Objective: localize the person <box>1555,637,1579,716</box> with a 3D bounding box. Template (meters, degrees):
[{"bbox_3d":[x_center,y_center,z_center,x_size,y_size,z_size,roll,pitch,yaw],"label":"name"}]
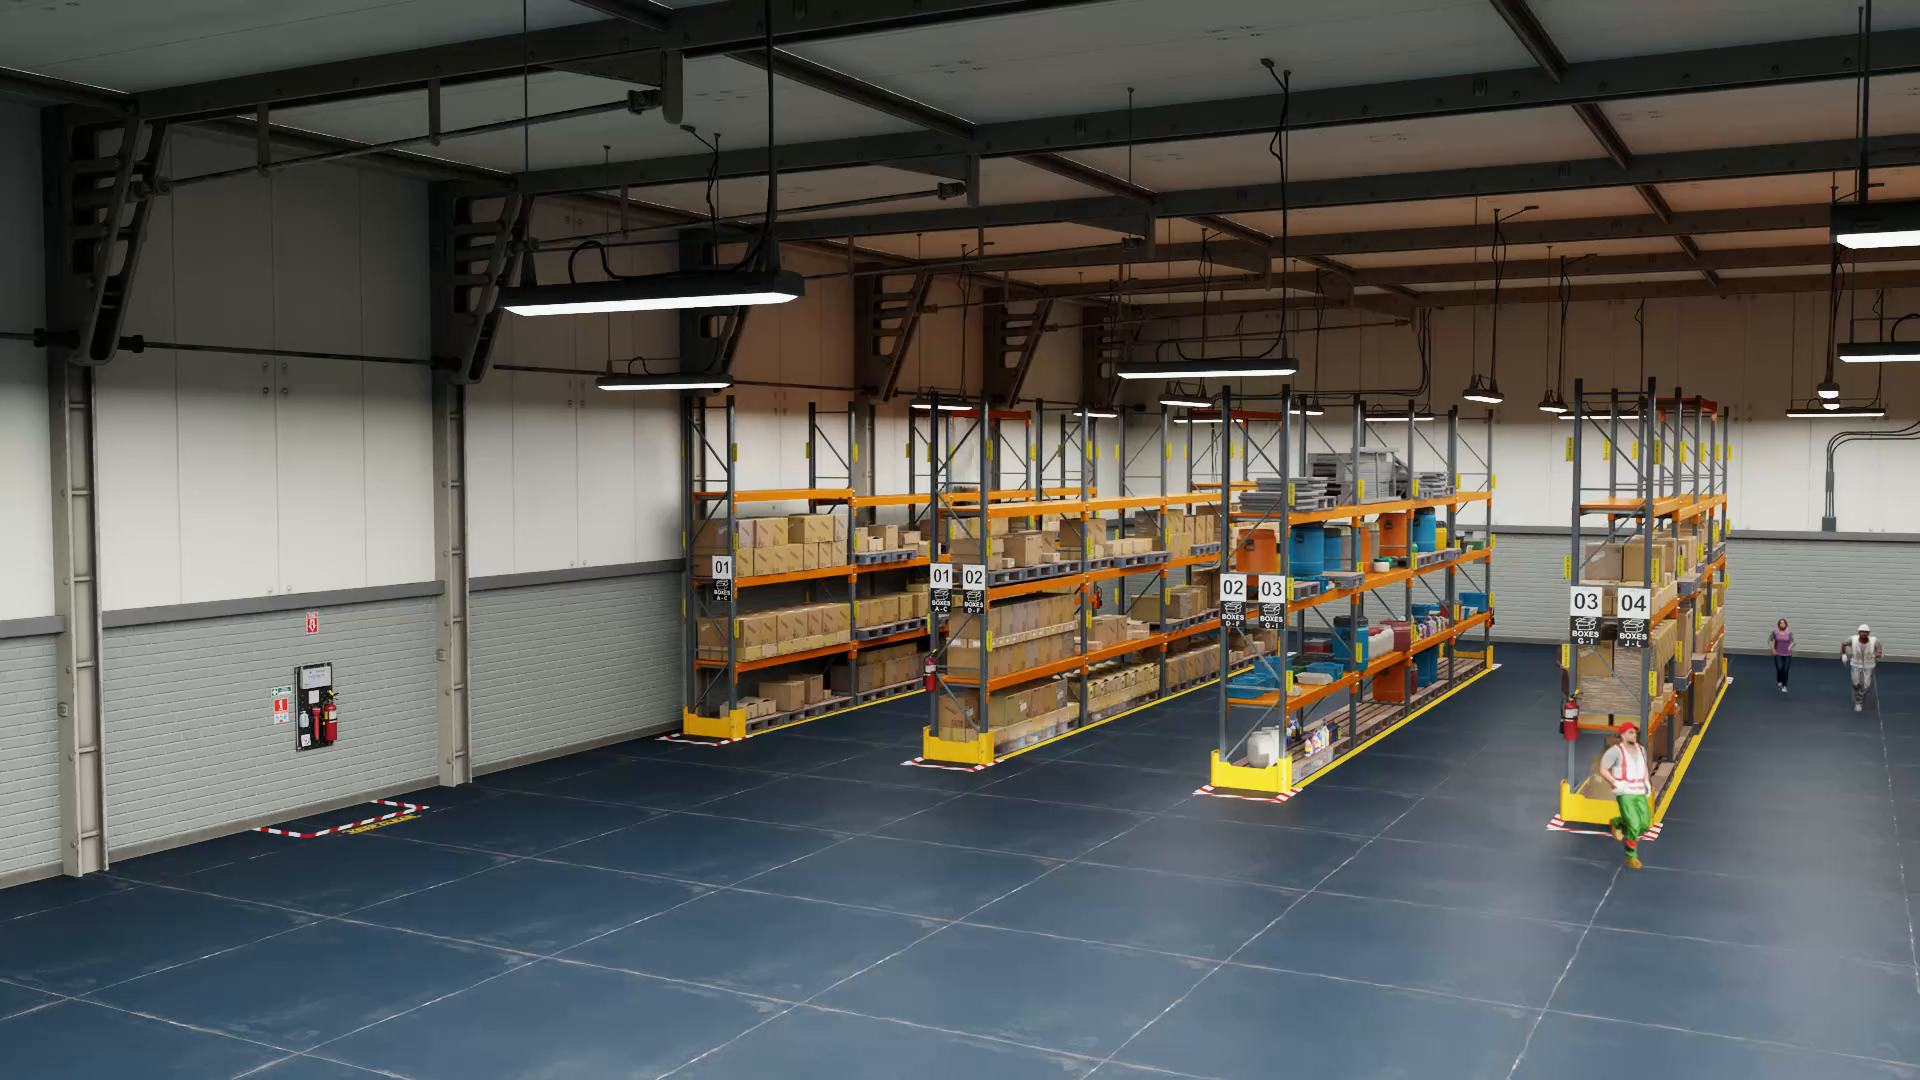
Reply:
[{"bbox_3d":[11.129,2.536,30.120,0.672,1.771,0.837,1,3,21],"label":"person"}]

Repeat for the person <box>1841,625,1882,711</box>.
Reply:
[{"bbox_3d":[17.393,2.468,32.078,0.668,1.701,0.722,1,3,22],"label":"person"}]

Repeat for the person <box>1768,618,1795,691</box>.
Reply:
[{"bbox_3d":[17.164,2.403,34.727,0.499,1.549,0.644,1,3,19],"label":"person"}]

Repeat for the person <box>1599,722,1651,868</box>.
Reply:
[{"bbox_3d":[8.112,3.075,20.287,0.687,1.738,0.666,-1,3,-20],"label":"person"}]
